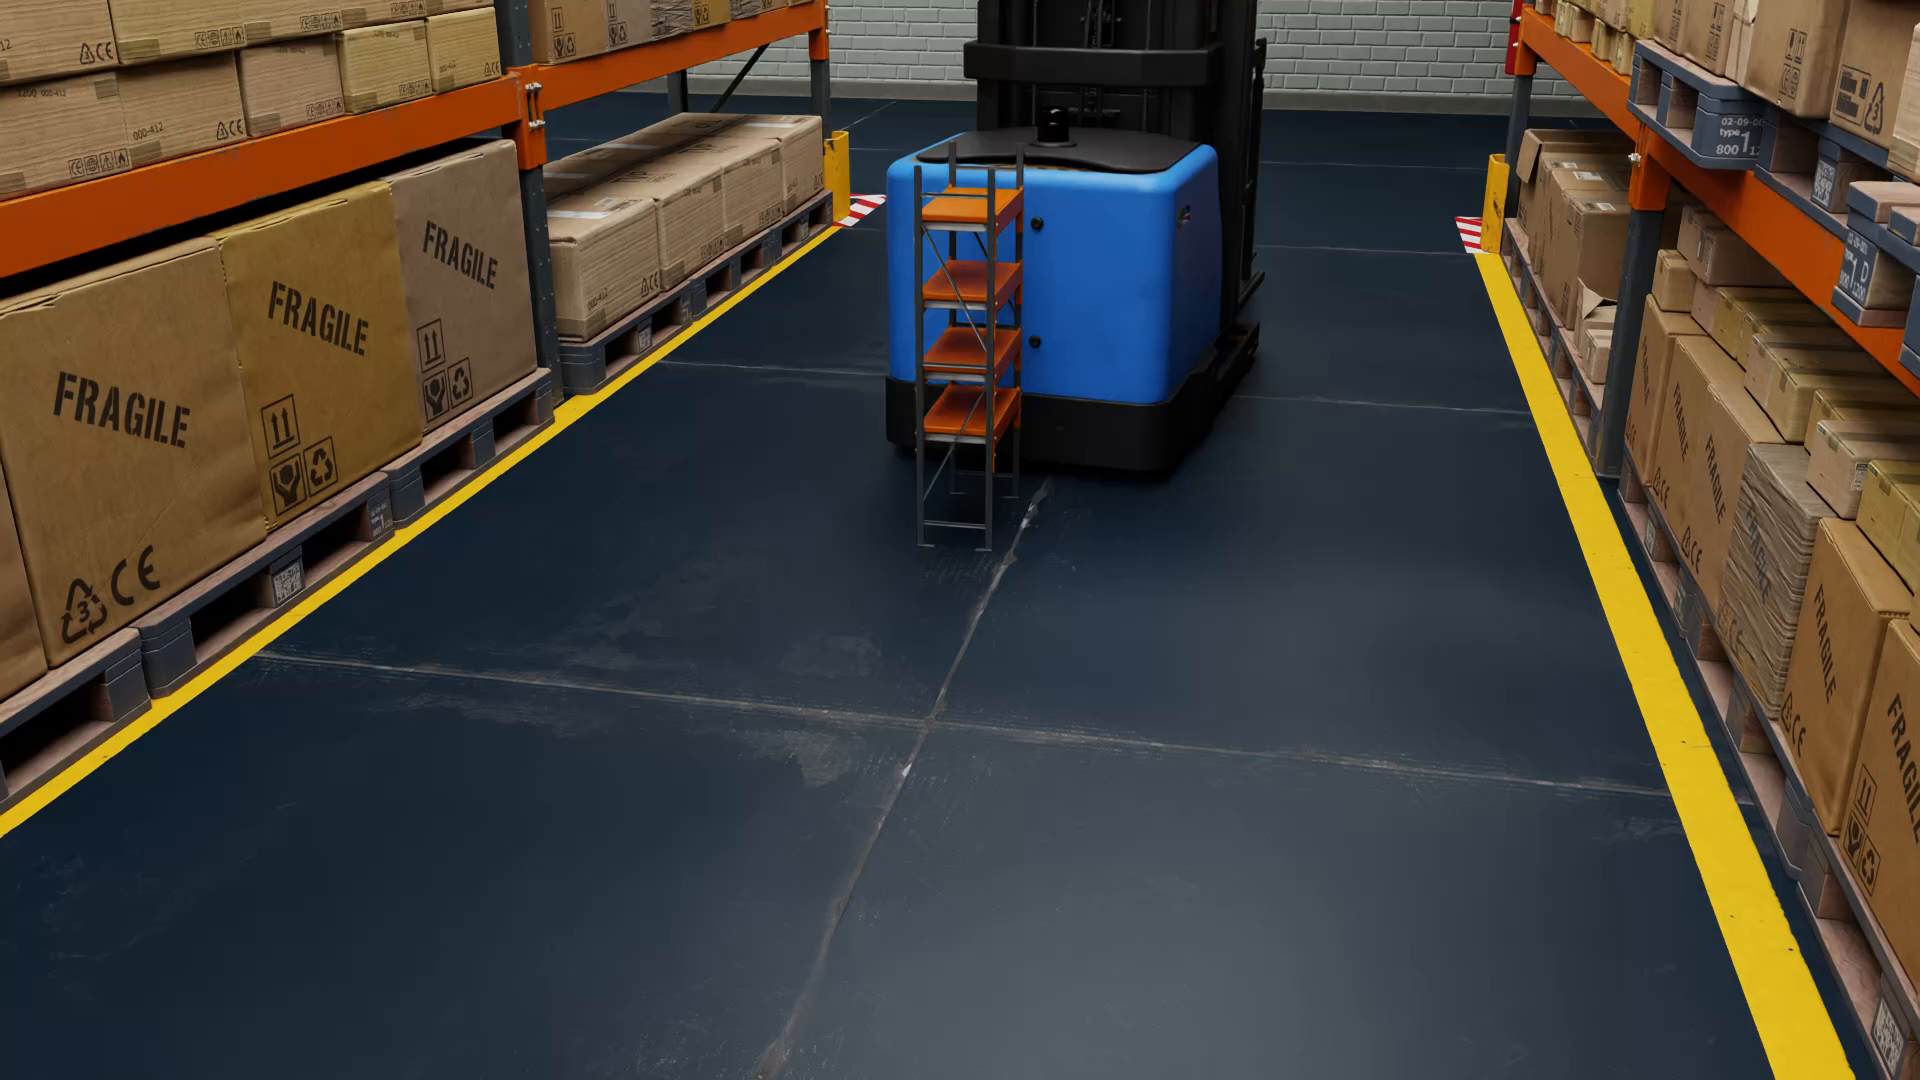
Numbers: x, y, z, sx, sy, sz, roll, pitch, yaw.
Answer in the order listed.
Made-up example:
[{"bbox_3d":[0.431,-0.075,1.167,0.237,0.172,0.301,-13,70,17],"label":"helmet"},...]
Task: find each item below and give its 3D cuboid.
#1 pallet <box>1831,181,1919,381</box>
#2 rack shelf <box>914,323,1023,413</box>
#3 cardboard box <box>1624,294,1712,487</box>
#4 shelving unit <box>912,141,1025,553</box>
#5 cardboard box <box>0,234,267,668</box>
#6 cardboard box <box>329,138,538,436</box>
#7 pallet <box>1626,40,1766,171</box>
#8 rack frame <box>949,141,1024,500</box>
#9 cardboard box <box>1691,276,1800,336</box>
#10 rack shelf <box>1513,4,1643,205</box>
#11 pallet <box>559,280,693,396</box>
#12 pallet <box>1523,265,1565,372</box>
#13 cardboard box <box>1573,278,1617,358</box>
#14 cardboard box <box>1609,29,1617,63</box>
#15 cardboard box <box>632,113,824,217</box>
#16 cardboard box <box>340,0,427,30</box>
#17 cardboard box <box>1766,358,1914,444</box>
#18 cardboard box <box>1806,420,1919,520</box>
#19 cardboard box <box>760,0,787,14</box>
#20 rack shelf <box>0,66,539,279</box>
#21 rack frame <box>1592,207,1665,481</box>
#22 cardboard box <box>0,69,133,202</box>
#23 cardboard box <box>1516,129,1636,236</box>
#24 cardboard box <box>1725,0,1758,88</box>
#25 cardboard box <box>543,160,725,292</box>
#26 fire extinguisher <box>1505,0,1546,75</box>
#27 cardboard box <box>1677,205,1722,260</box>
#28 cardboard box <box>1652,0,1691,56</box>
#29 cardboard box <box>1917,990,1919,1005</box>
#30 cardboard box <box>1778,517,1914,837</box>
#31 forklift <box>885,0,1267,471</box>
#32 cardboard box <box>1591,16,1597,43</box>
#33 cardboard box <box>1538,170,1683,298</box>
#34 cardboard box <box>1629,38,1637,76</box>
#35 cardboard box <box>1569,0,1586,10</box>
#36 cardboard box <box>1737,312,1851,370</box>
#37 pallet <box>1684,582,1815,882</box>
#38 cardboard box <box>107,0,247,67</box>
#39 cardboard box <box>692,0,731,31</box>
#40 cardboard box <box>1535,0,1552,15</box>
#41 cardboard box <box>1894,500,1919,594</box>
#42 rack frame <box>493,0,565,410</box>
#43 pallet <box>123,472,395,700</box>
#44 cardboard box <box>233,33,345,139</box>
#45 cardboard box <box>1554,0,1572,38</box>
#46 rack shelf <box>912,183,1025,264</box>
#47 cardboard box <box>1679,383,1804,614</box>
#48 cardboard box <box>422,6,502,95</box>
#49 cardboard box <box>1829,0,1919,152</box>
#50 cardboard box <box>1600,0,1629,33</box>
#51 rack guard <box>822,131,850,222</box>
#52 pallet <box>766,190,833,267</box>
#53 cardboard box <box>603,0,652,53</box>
[{"bbox_3d":[2.009,-0.291,2.318,1.213,0.211,1.003,4,22,11],"label":"pallet"},{"bbox_3d":[0.034,-0.555,5.305,0.258,0.148,0.480,4,22,11],"label":"rack shelf"},{"bbox_3d":[2.437,-0.465,5.277,0.500,0.500,0.500,5,23,13],"label":"cardboard box"},{"bbox_3d":[0.034,-0.617,5.280,0.258,1.200,0.503,4,22,11],"label":"shelving unit"},{"bbox_3d":[-2.512,-0.285,4.329,0.875,0.875,0.875,5,22,12],"label":"cardboard box"},{"bbox_3d":[-2.152,-0.943,5.962,0.875,0.875,0.875,5,23,13],"label":"cardboard box"},{"bbox_3d":[2.486,-1.217,4.616,1.003,0.211,1.213,4,22,11],"label":"pallet"},{"bbox_3d":[0.084,-0.706,5.501,0.240,1.200,0.015,4,22,11],"label":"rack frame"},{"bbox_3d":[2.441,-0.708,5.011,0.380,0.149,0.250,4,22,9],"label":"cardboard box"},{"bbox_3d":[3.164,-1.987,7.236,1.077,0.370,4.000,4,22,11],"label":"rack shelf"},{"bbox_3d":[-1.872,-0.945,7.418,1.003,0.211,1.213,4,22,11],"label":"pallet"},{"bbox_3d":[3.144,-0.995,7.541,1.003,0.211,1.213,4,22,11],"label":"pallet"},{"bbox_3d":[2.655,-0.873,6.604,0.396,0.266,0.258,5,23,13],"label":"cardboard box"},{"bbox_3d":[2.715,-1.897,6.384,0.380,0.149,0.250,5,22,12],"label":"cardboard box"},{"bbox_3d":[-1.325,-2.187,9.636,0.875,0.438,0.875,4,22,9],"label":"cardboard box"},{"bbox_3d":[-2.051,-1.766,5.255,0.500,0.250,0.500,5,22,12],"label":"cardboard box"},{"bbox_3d":[2.217,-0.333,4.080,0.380,0.149,0.250,5,23,13],"label":"cardboard box"},{"bbox_3d":[2.090,-0.146,3.616,0.380,0.149,0.250,3,22,8],"label":"cardboard box"},{"bbox_3d":[-1.245,-3.097,8.894,0.500,0.500,0.500,4,22,10],"label":"cardboard box"},{"bbox_3d":[-2.512,-0.902,4.540,1.077,0.370,4.000,4,22,11],"label":"rack shelf"},{"bbox_3d":[2.756,-1.590,5.286,1.000,3.000,0.127,4,22,11],"label":"rack frame"},{"bbox_3d":[-2.374,-0.975,3.959,0.500,0.250,0.500,5,23,13],"label":"cardboard box"},{"bbox_3d":[3.354,-1.873,8.768,0.797,0.503,0.637,4,22,9],"label":"cardboard box"},{"bbox_3d":[2.097,-1.243,4.043,0.396,0.266,0.258,6,23,14],"label":"cardboard box"},{"bbox_3d":[-1.689,-1.522,7.985,0.875,0.438,0.875,4,22,9],"label":"cardboard box"},{"bbox_3d":[3.150,-2.933,9.223,0.296,0.674,0.183,4,22,11],"label":"fire extinguisher"},{"bbox_3d":[2.481,-0.948,5.210,0.380,0.149,0.250,4,22,10],"label":"cardboard box"},{"bbox_3d":[2.438,-1.671,4.792,0.700,0.500,0.500,5,22,12],"label":"cardboard box"},{"bbox_3d":[1.815,0.667,2.466,0.500,0.500,0.500,5,22,12],"label":"cardboard box"},{"bbox_3d":[2.032,0.293,3.395,0.500,0.500,0.500,5,23,13],"label":"cardboard box"},{"bbox_3d":[0.683,-2.118,6.689,1.130,2.935,3.031,7,23,17],"label":"forklift"},{"bbox_3d":[2.906,-2.172,7.068,0.380,0.149,0.250,4,22,11],"label":"cardboard box"},{"bbox_3d":[2.936,-1.376,7.539,0.500,0.500,0.500,5,22,12],"label":"cardboard box"},{"bbox_3d":[2.605,-1.706,5.910,0.380,0.149,0.250,5,22,12],"label":"cardboard box"},{"bbox_3d":[2.929,-2.417,7.142,0.500,0.250,0.500,4,22,10],"label":"cardboard box"},{"bbox_3d":[2.357,-0.512,4.525,0.380,0.149,0.250,4,22,10],"label":"cardboard box"},{"bbox_3d":[2.380,0.452,3.950,1.003,0.211,1.213,4,22,11],"label":"pallet"},{"bbox_3d":[-2.239,-1.387,4.315,0.500,0.250,0.500,5,22,12],"label":"cardboard box"},{"bbox_3d":[-1.433,-2.718,7.954,0.500,0.500,0.500,5,22,13],"label":"cardboard box"},{"bbox_3d":[3.236,-2.837,8.718,0.380,0.149,0.250,4,22,11],"label":"cardboard box"},{"bbox_3d":[2.013,0.049,3.133,0.380,0.149,0.250,5,22,12],"label":"cardboard box"},{"bbox_3d":[-2.104,-1.967,6.222,1.000,3.000,0.127,4,22,11],"label":"rack frame"},{"bbox_3d":[-2.435,0.062,4.917,1.003,0.211,1.213,4,22,11],"label":"pallet"},{"bbox_3d":[-2.176,-1.345,4.878,0.500,0.250,0.500,4,22,9],"label":"cardboard box"},{"bbox_3d":[2.925,-2.369,7.558,0.380,0.149,0.250,4,22,9],"label":"cardboard box"},{"bbox_3d":[0.034,-0.982,5.133,0.258,0.148,0.480,4,22,11],"label":"rack shelf"},{"bbox_3d":[2.232,-0.088,4.340,0.500,0.500,0.500,4,22,9],"label":"cardboard box"},{"bbox_3d":[-1.949,-1.714,5.795,0.500,0.250,0.500,4,22,10],"label":"cardboard box"},{"bbox_3d":[2.092,-0.981,3.073,0.797,0.503,0.637,4,22,10],"label":"cardboard box"},{"bbox_3d":[2.709,-2.047,6.224,0.500,0.250,0.500,5,22,11],"label":"cardboard box"},{"bbox_3d":[-1.283,-2.279,10.343,1.175,0.500,0.348,4,22,11],"label":"rack guard"},{"bbox_3d":[-1.375,-1.838,9.634,1.003,0.211,1.213,4,22,11],"label":"pallet"},{"bbox_3d":[-1.645,-2.348,7.036,0.500,0.500,0.500,5,22,11],"label":"cardboard box"}]
